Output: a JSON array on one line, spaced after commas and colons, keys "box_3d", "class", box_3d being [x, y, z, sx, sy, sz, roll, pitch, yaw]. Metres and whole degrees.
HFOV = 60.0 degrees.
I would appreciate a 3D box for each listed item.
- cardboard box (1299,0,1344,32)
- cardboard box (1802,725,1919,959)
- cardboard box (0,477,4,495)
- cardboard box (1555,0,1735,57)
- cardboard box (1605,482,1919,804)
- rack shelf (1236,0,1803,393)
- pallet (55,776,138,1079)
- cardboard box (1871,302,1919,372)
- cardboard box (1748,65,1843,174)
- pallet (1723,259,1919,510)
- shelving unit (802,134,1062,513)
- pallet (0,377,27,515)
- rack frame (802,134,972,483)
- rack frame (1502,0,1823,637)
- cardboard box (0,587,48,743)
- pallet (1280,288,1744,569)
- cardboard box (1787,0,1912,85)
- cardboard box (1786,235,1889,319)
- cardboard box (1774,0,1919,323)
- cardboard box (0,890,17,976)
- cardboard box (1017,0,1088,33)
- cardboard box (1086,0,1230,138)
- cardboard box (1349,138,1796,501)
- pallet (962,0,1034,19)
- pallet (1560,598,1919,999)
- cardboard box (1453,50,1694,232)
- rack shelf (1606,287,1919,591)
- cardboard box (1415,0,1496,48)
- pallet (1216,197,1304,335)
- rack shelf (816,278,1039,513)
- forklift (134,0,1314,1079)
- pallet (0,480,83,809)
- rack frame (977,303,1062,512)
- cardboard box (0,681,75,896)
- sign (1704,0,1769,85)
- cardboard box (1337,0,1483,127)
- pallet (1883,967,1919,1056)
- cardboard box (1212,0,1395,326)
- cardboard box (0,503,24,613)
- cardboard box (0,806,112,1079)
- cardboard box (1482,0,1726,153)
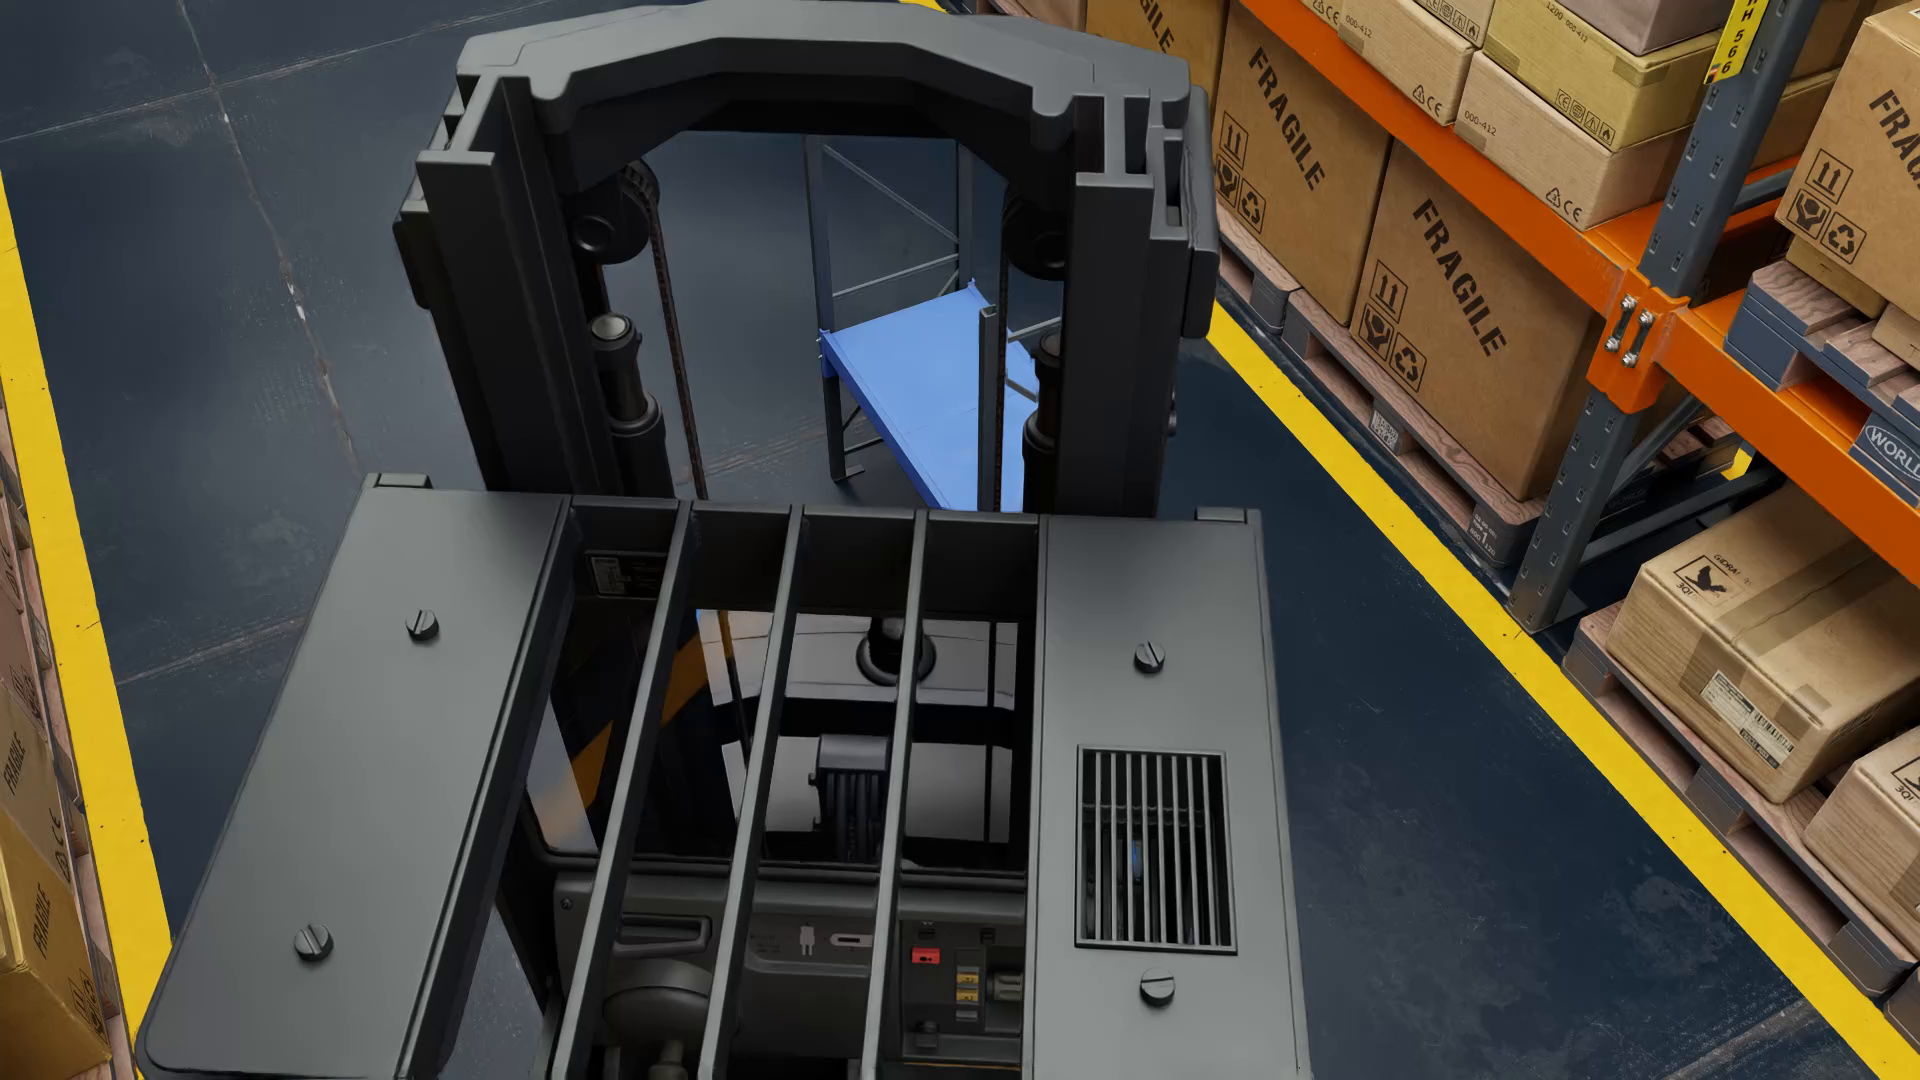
[{"box_3d": [1.200, -1.788, 4.921, 0.500, 0.250, 0.500, -22, 52, -18], "class": "cardboard box"}, {"box_3d": [2.721, 0.690, 4.120, 0.950, 0.372, 0.625, -22, 52, -18], "class": "cardboard box"}, {"box_3d": [-3.262, -0.377, 4.969, 0.500, 0.500, 0.500, -22, 52, -18], "class": "cardboard box"}, {"box_3d": [1.657, -1.527, 3.862, 0.500, 0.500, 0.500, -22, 53, -18], "class": "cardboard box"}, {"box_3d": [2.376, 0.199, 4.550, 0.950, 0.372, 0.625, -24, 53, -20], "class": "cardboard box"}, {"box_3d": [1.211, -2.011, 5.494, 1.077, 0.370, 4.000, -21, 52, -18], "class": "rack shelf"}, {"box_3d": [-2.585, 1.258, 4.009, 1.003, 0.211, 1.213, -21, 52, -18], "class": "pallet"}, {"box_3d": [2.209, -0.482, 3.567, 0.380, 0.149, 0.250, -24, 53, -20], "class": "cardboard box"}, {"box_3d": [2.126, -1.274, 4.471, 0.500, 0.250, 0.500, -22, 52, -18], "class": "cardboard box"}, {"box_3d": [2.547, -0.406, 3.739, 1.213, 0.211, 1.003, -21, 52, -18], "class": "pallet"}, {"box_3d": [0.039, -0.437, 4.636, 0.538, 1.500, 1.048, -21, 52, -18], "class": "shelving unit"}, {"box_3d": [-3.702, -0.375, 5.438, 1.003, 0.211, 1.213, -21, 52, -18], "class": "pallet"}, {"box_3d": [-0.194, -0.777, 4.933, 0.500, 1.500, 0.032, -21, 52, -18], "class": "rack frame"}, {"box_3d": [2.126, -0.909, 4.052, 1.000, 3.000, 0.127, -21, 52, -18], "class": "rack frame"}, {"box_3d": [-2.798, 0.310, 4.368, 0.500, 0.500, 0.500, -22, 53, -18], "class": "cardboard box"}, {"box_3d": [1.832, -0.545, 5.586, 1.003, 0.211, 1.213, -21, 52, -18], "class": "pallet"}, {"box_3d": [2.114, -1.449, 4.292, 0.500, 0.250, 0.500, -22, 52, -18], "class": "cardboard box"}, {"box_3d": [2.110, -0.683, 3.743, 0.380, 0.149, 0.250, -24, 53, -20], "class": "cardboard box"}, {"box_3d": [2.126, -0.797, 3.412, 0.500, 0.500, 0.500, -23, 53, -19], "class": "cardboard box"}, {"box_3d": [-2.329, 0.756, 3.479, 0.500, 0.250, 0.500, -23, 53, -19], "class": "cardboard box"}, {"box_3d": [0.651, -2.638, 6.697, 0.875, 0.875, 0.875, -20, 52, -16], "class": "cardboard box"}, {"box_3d": [1.071, -2.036, 6.170, 0.875, 0.875, 0.875, -20, 52, -16], "class": "cardboard box"}, {"box_3d": [1.884, -0.839, 5.123, 0.875, 0.875, 0.875, -22, 52, -18], "class": "cardboard box"}, {"box_3d": [0.716, -2.178, 7.014, 1.003, 0.211, 1.213, -21, 52, -18], "class": "pallet"}, {"box_3d": [2.482, 0.532, 4.644, 1.003, 0.211, 1.213, -21, 52, -18], "class": "pallet"}, {"box_3d": [1.664, -1.109, 4.327, 0.500, 0.250, 0.500, -23, 53, -19], "class": "cardboard box"}, {"box_3d": [3.041, 0.666, 3.152, 1.077, 0.370, 4.000, -21, 52, -18], "class": "rack shelf"}, {"box_3d": [1.441, -1.603, 4.427, 0.500, 0.250, 0.500, -22, 53, -18], "class": "cardboard box"}, {"box_3d": [1.278, -1.360, 6.299, 1.003, 0.211, 1.213, -21, 52, -18], "class": "pallet"}, {"box_3d": [0.039, -0.318, 4.771, 0.538, 0.185, 1.000, -21, 52, -18], "class": "rack shelf"}, {"box_3d": [-0.198, 0.846, 2.563, 1.130, 2.935, 3.031, 2, 49, 2], "class": "forklift"}, {"box_3d": [-3.140, 0.443, 4.723, 1.003, 0.211, 1.213, -21, 52, -18], "class": "pallet"}, {"box_3d": [0.272, -0.096, 4.338, 0.500, 1.500, 0.032, -21, 52, -18], "class": "rack frame"}, {"box_3d": [-2.559, 0.652, 4.069, 0.500, 0.500, 0.500, -21, 52, -17], "class": "cardboard box"}, {"box_3d": [1.634, -1.097, 3.447, 0.100, 0.325, 0.005, -21, 52, -18], "class": "sign"}, {"box_3d": [1.416, -1.445, 4.621, 0.500, 0.250, 0.500, -20, 52, -17], "class": "cardboard box"}, {"box_3d": [3.037, 1.348, 3.931, 1.003, 0.211, 1.213, -21, 52, -18], "class": "pallet"}, {"box_3d": [1.480, -1.437, 5.647, 0.875, 0.875, 0.875, -21, 52, -17], "class": "cardboard box"}, {"box_3d": [-3.031, -0.032, 4.667, 0.500, 0.500, 0.500, -22, 52, -18], "class": "cardboard box"}, {"box_3d": [-2.326, 0.987, 3.776, 0.500, 0.500, 0.500, -23, 53, -19], "class": "cardboard box"}, {"box_3d": [1.679, -1.261, 4.128, 0.500, 0.250, 0.500, -21, 52, -18], "class": "cardboard box"}]
